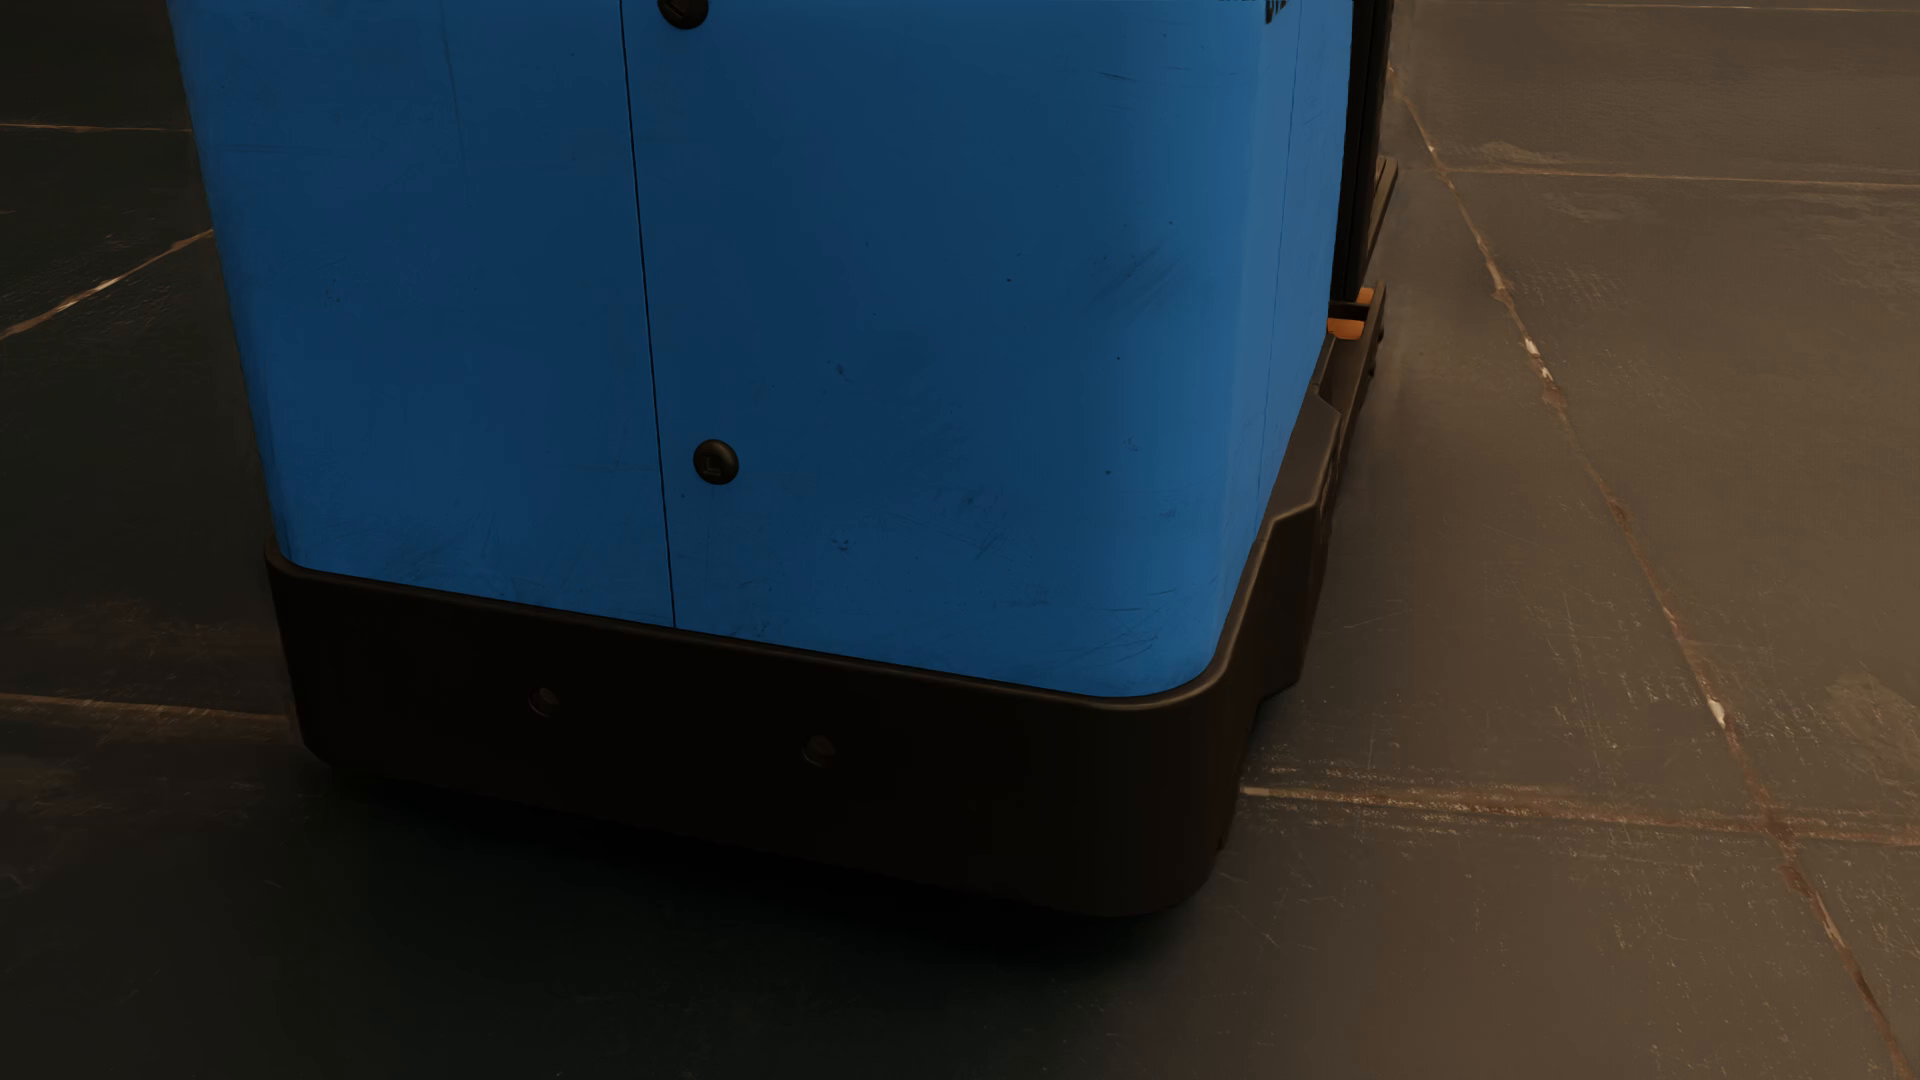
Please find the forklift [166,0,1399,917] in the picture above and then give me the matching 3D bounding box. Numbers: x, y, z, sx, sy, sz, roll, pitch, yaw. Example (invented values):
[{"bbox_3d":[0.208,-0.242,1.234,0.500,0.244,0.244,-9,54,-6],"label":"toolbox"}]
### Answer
[{"bbox_3d":[0.171,-1.585,2.393,1.130,2.935,3.031,8,28,15],"label":"forklift"}]
